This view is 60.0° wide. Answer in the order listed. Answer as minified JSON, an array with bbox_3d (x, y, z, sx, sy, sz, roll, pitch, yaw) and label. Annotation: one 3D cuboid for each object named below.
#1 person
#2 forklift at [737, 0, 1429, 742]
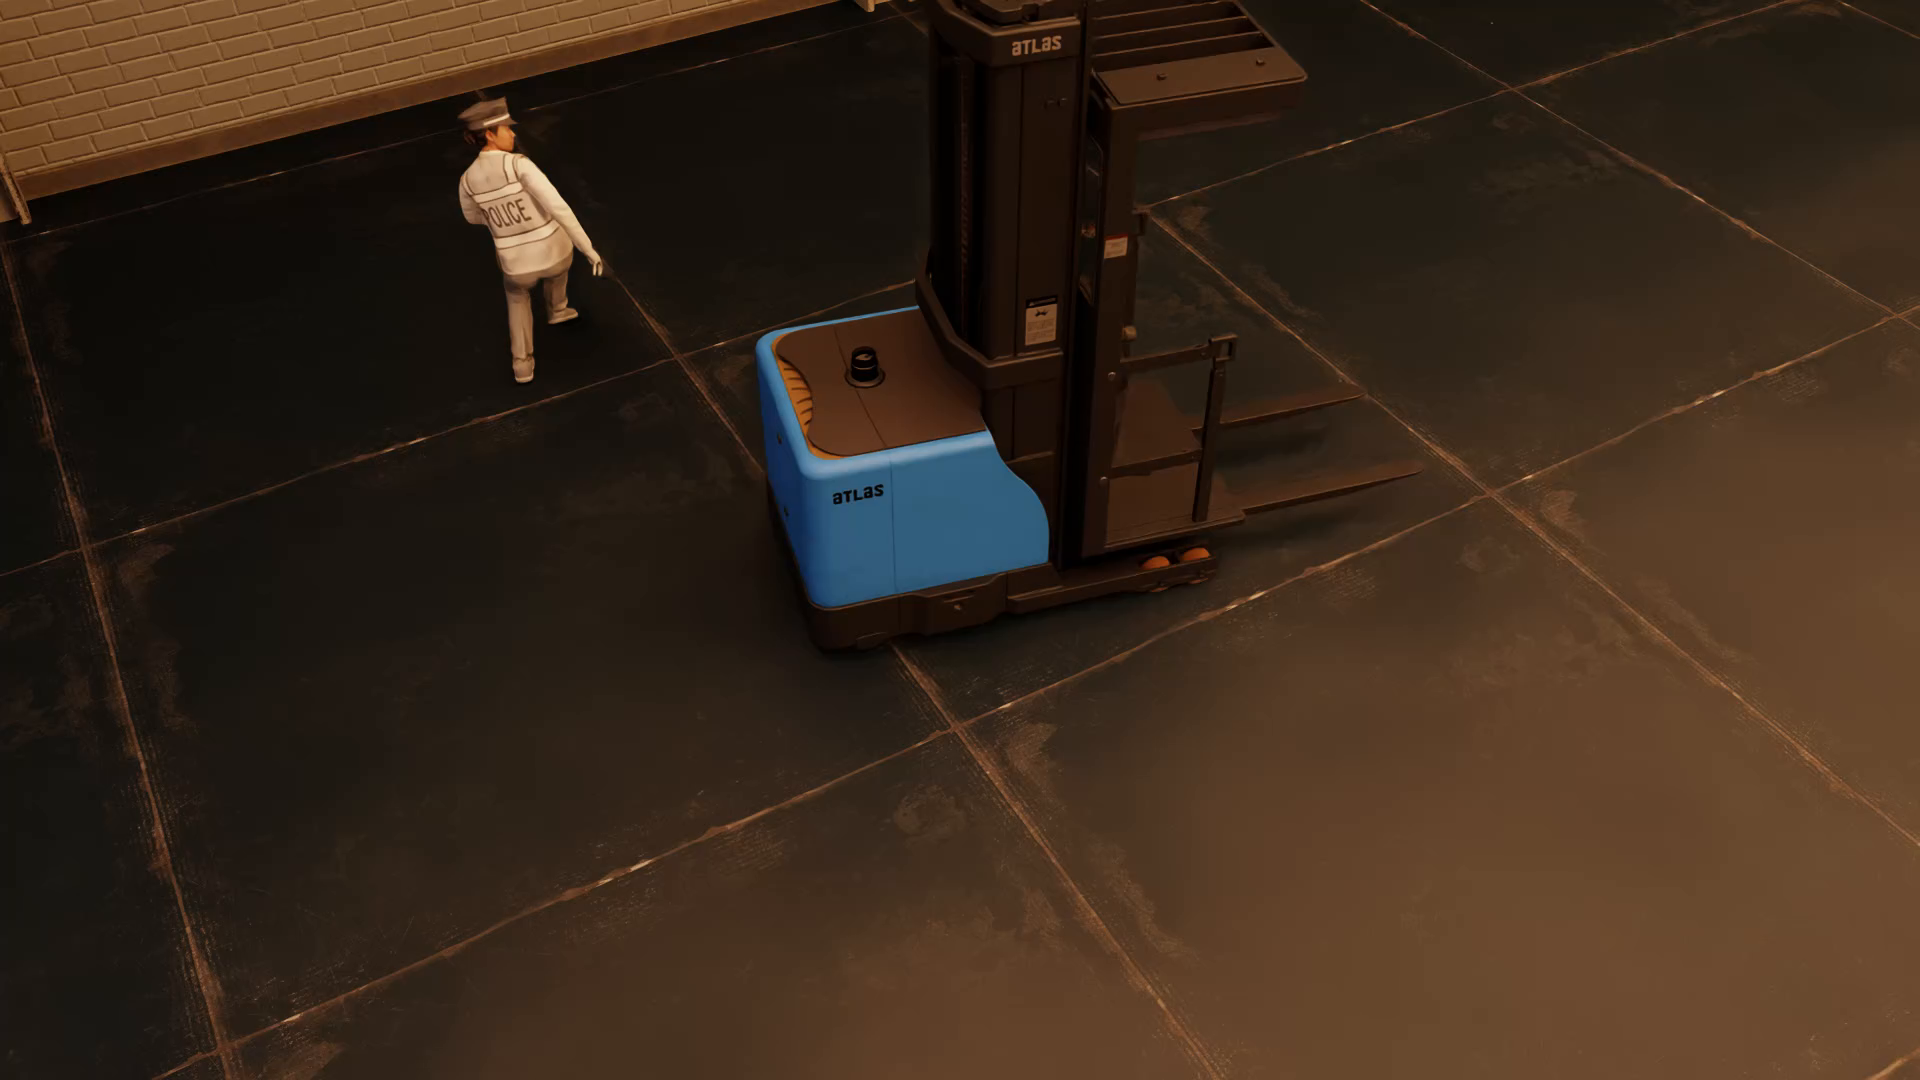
[{"bbox_3d":[-2.666,-1.753,8.562,0.712,1.632,0.482,13,44,14],"label":"person"},{"bbox_3d":[0.538,-0.844,6.608,3.031,2.935,1.130,23,48,23],"label":"forklift"}]
